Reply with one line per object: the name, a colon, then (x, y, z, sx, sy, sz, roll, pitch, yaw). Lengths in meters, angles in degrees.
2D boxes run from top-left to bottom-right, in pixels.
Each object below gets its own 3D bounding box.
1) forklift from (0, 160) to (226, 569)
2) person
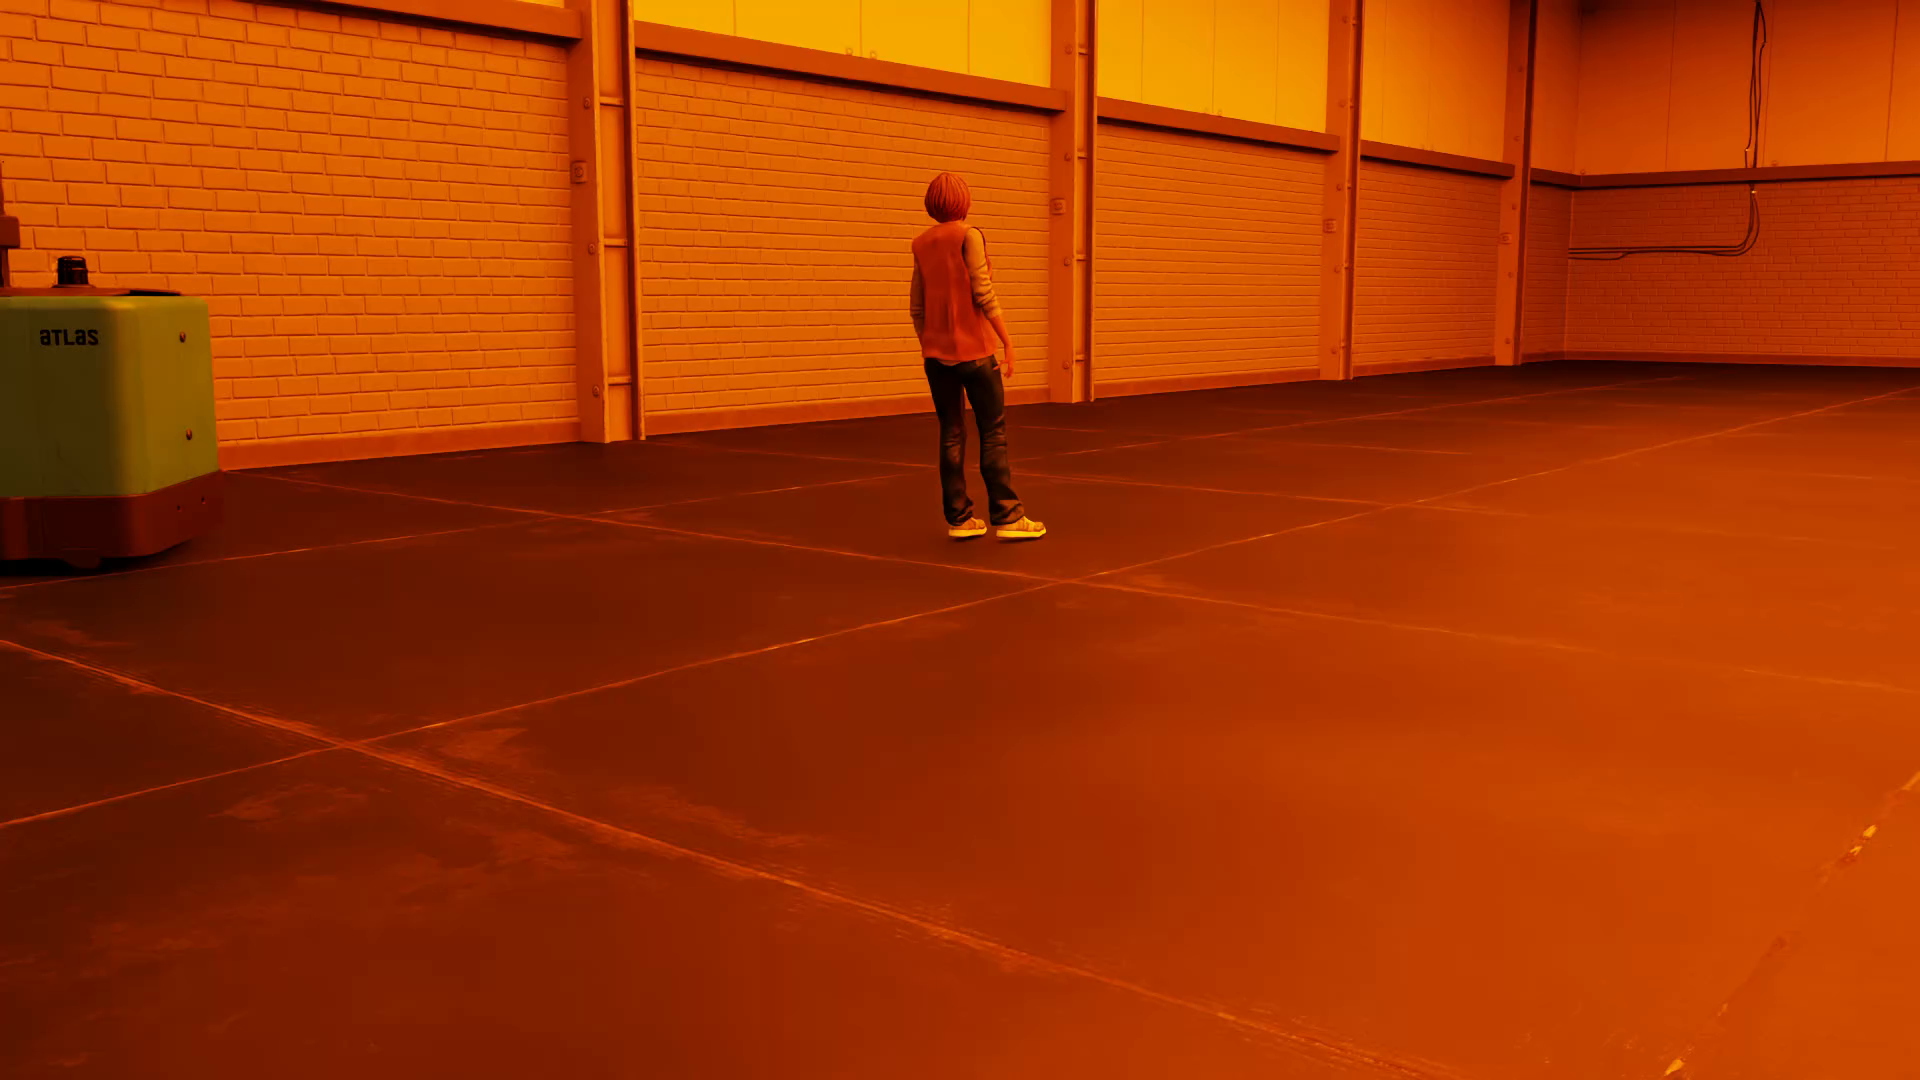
forklift: (-4.718, -1.362, 6.592, 3.031, 2.935, 1.130, -1, 8, -7)
person: (0.057, -0.805, 7.336, 0.520, 1.597, 0.476, 7, 11, 38)
